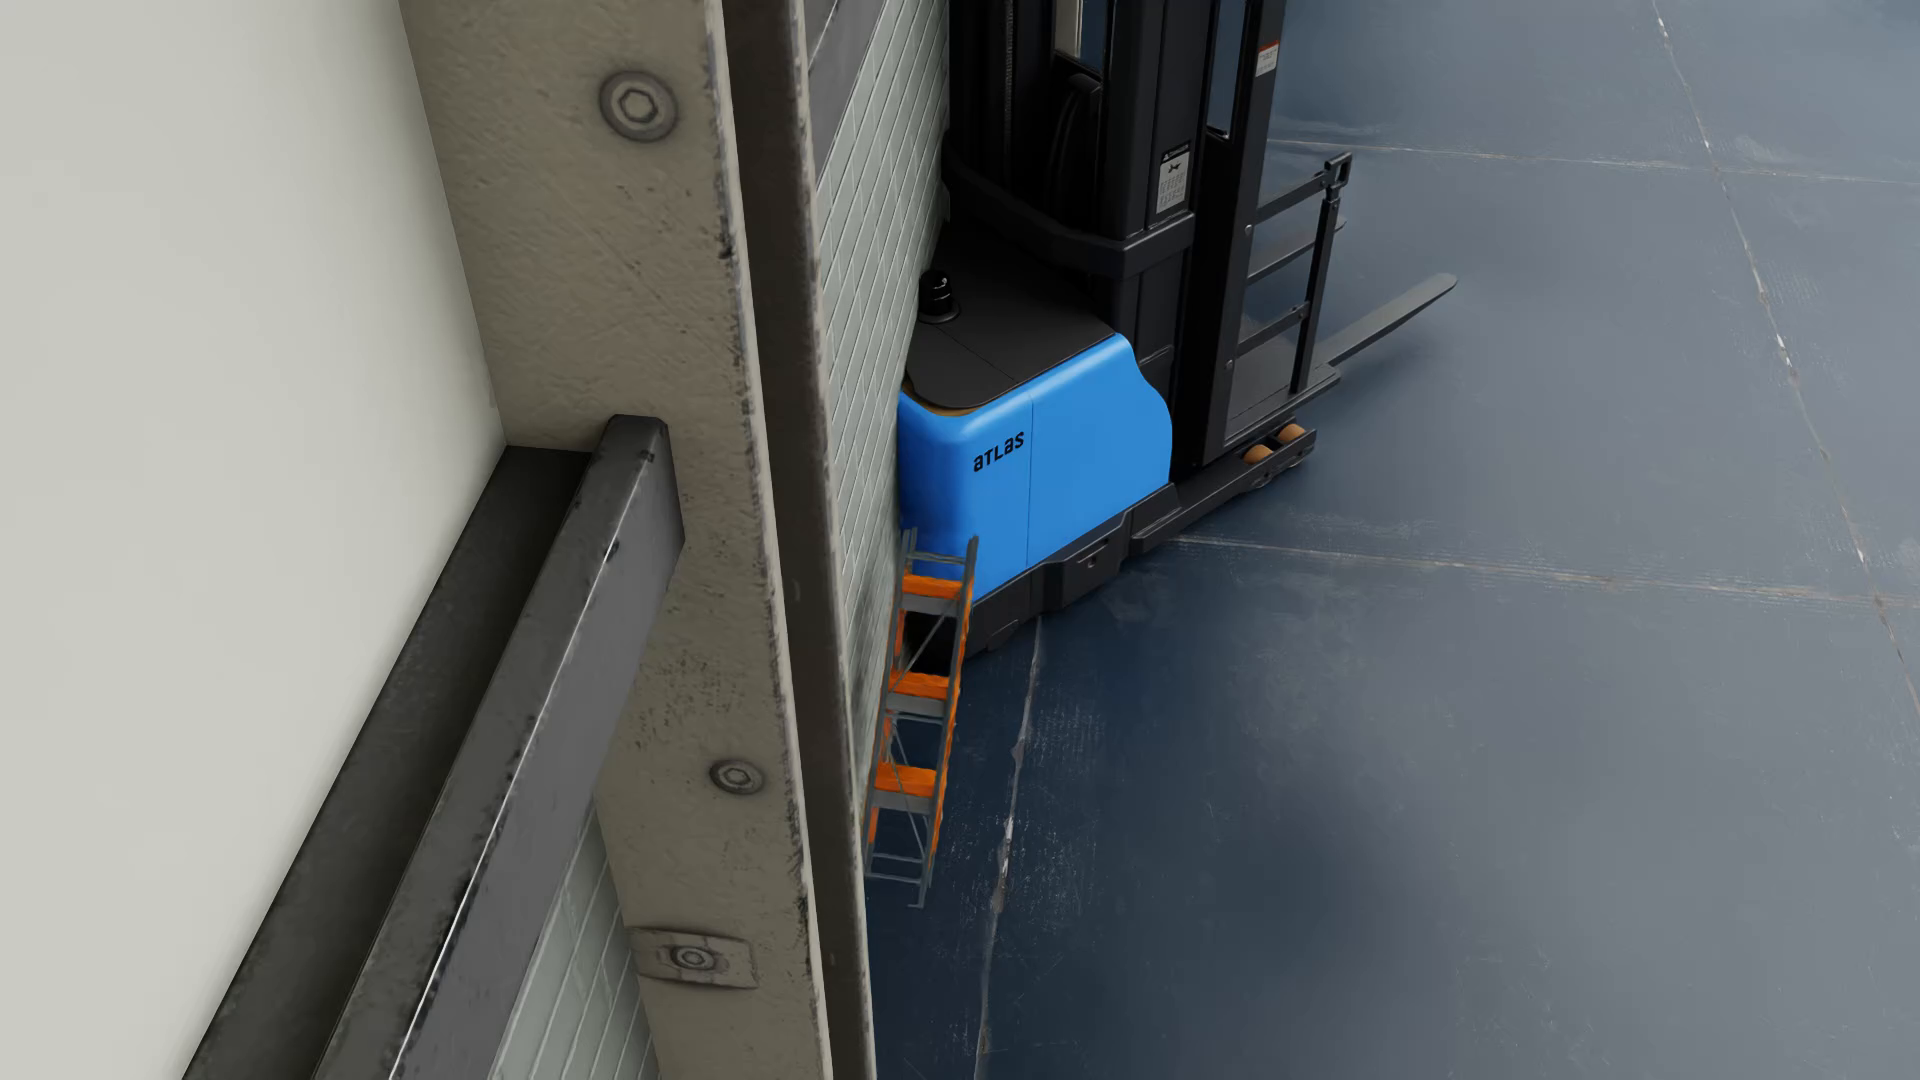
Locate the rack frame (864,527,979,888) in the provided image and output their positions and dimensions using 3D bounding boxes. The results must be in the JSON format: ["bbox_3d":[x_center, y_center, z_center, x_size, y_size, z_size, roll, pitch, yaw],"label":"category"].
[{"bbox_3d":[-0.114,0.495,4.904,0.200,1.050,0.008,8,2,3],"label":"rack frame"}]

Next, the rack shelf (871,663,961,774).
[{"bbox_3d":[-0.124,0.509,4.783,0.215,0.259,0.240,8,2,3],"label":"rack shelf"}]

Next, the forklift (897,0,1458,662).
[{"bbox_3d":[0.765,-1.515,5.719,3.031,2.935,1.130,-31,51,-28],"label":"forklift"}]

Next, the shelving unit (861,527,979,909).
[{"bbox_3d":[-0.122,0.499,4.783,0.215,1.050,0.252,8,2,3],"label":"shelving unit"}]

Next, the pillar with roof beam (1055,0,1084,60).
[{"bbox_3d":[4.699,-4.994,4.979,9.100,9.000,0.400,5,44,6],"label":"pillar with roof beam"}]

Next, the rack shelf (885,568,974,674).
[{"bbox_3d":[-0.084,0.228,4.772,0.215,0.259,0.240,8,2,3],"label":"rack shelf"}]

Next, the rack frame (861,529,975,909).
[{"bbox_3d":[-0.130,0.503,4.661,0.200,1.050,0.008,8,2,3],"label":"rack frame"}]

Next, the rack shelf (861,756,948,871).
[{"bbox_3d":[-0.162,0.784,4.795,0.215,0.259,0.240,8,2,3],"label":"rack shelf"}]
